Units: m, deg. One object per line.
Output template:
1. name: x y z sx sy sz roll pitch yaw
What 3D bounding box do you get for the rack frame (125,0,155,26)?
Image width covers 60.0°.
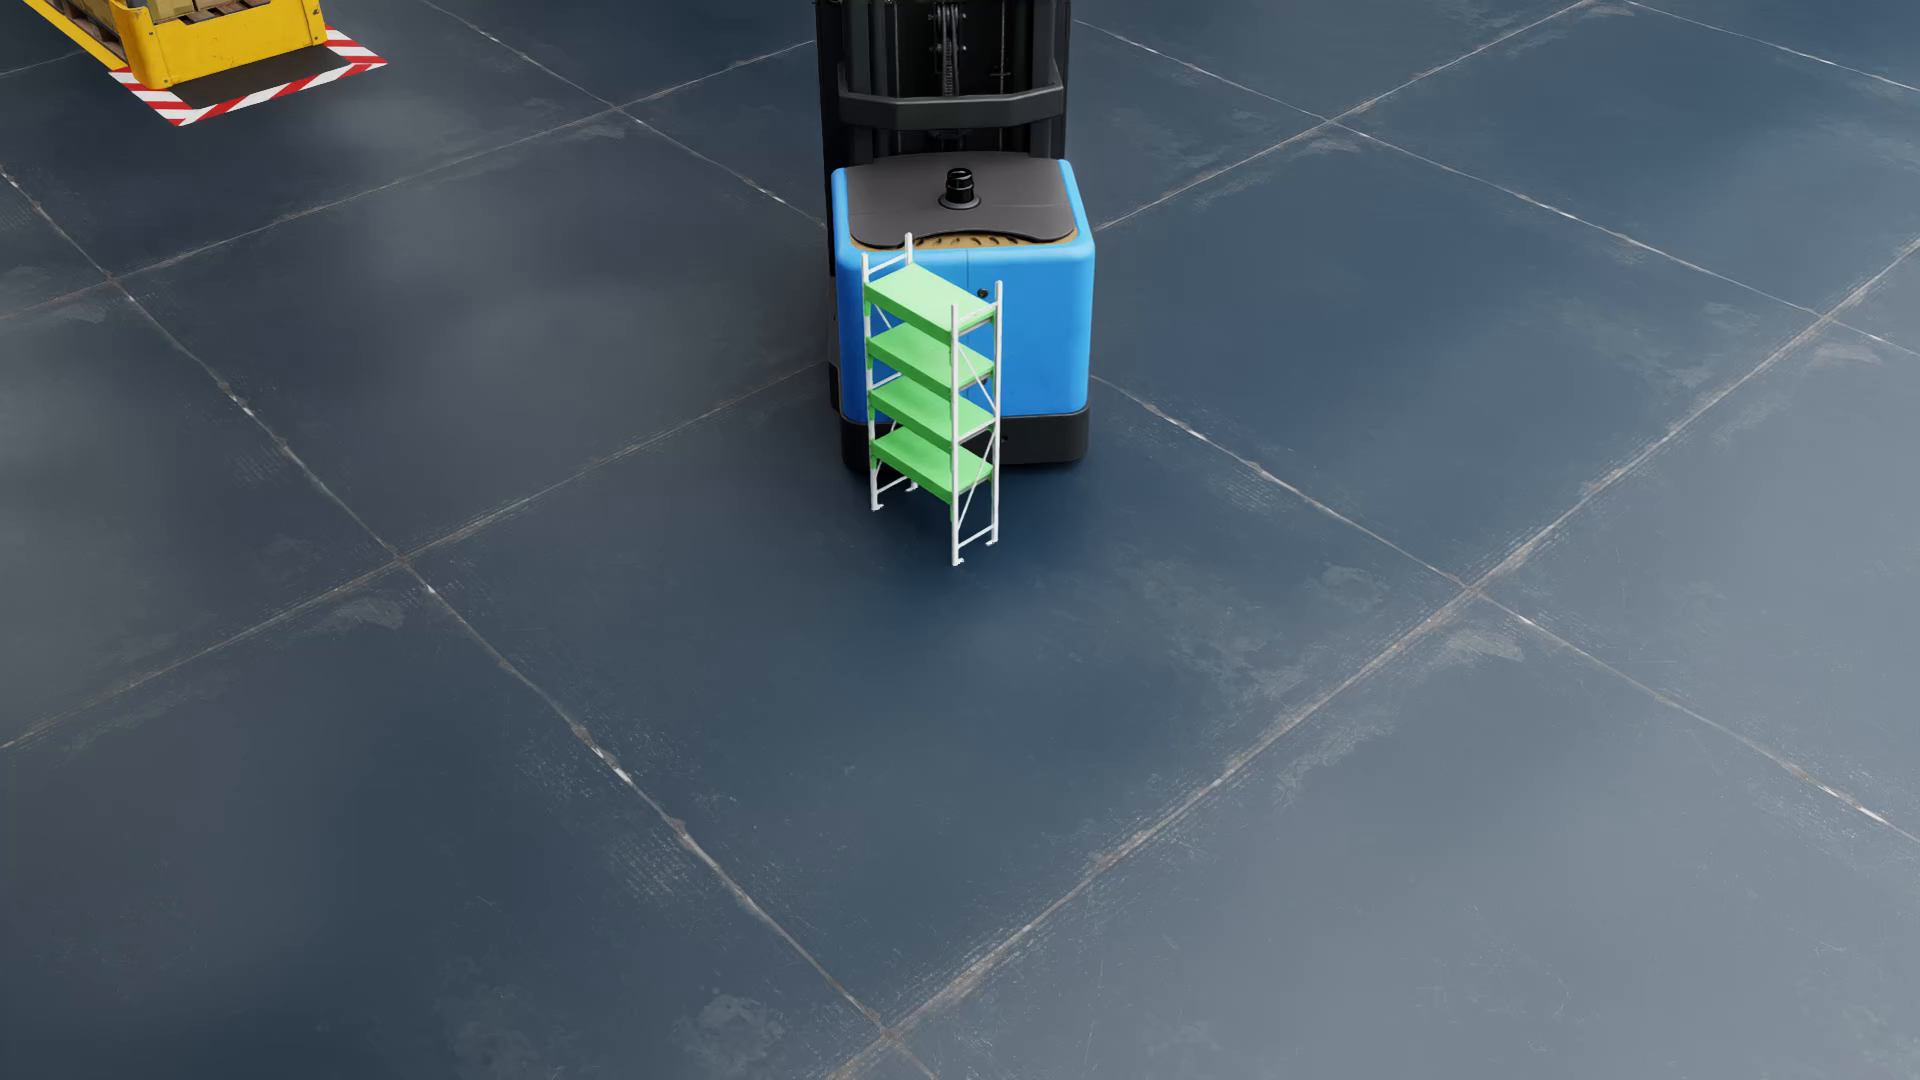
1. rack frame: -4.625 -4.238 9.610 1.000 3.000 0.127 -30 48 -32

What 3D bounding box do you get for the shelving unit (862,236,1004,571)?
1. shelving unit: -0.102 -0.511 6.428 0.258 1.200 0.503 -31 48 -33

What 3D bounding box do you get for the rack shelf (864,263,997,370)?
1. rack shelf: -0.102 -0.835 6.167 0.258 0.148 0.480 -31 48 -33

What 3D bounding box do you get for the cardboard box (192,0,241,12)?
1. cardboard box: -4.824 -3.675 10.767 0.500 0.250 0.500 -30 48 -32

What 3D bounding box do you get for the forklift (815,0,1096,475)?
1. forklift: -0.091 -2.326 7.297 1.130 2.935 3.031 -3 39 -4

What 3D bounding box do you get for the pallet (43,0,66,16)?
1. pallet: -5.994 -4.054 11.601 1.003 0.211 1.213 -30 48 -32

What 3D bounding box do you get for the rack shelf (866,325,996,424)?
1. rack shelf: -0.102 -0.648 6.317 0.258 0.148 0.480 -31 48 -33

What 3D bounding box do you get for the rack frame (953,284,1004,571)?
1. rack frame: 0.066 -0.400 6.291 0.240 1.200 0.015 -31 48 -33

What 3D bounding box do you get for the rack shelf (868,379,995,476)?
1. rack shelf: -0.102 -0.462 6.468 0.258 0.148 0.480 -31 48 -33

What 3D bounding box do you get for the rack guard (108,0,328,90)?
1. rack guard: -4.609 -3.255 10.382 1.175 0.500 0.348 -30 48 -32

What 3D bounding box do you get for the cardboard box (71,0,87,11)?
1. cardboard box: -5.553 -3.681 10.774 0.500 0.250 0.500 -30 48 -32

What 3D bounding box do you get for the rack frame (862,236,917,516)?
1. rack frame: -0.271 -0.622 6.565 0.240 1.200 0.015 -31 48 -33

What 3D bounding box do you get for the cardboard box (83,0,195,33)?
1. cardboard box: -5.206 -3.454 10.494 0.500 0.250 0.500 -30 48 -32

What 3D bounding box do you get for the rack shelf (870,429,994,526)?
1. rack shelf: -0.102 -0.275 6.619 0.258 0.148 0.480 -31 48 -33

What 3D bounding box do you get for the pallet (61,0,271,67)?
1. pallet: -5.173 -3.489 10.902 1.003 0.211 1.213 -30 48 -32
